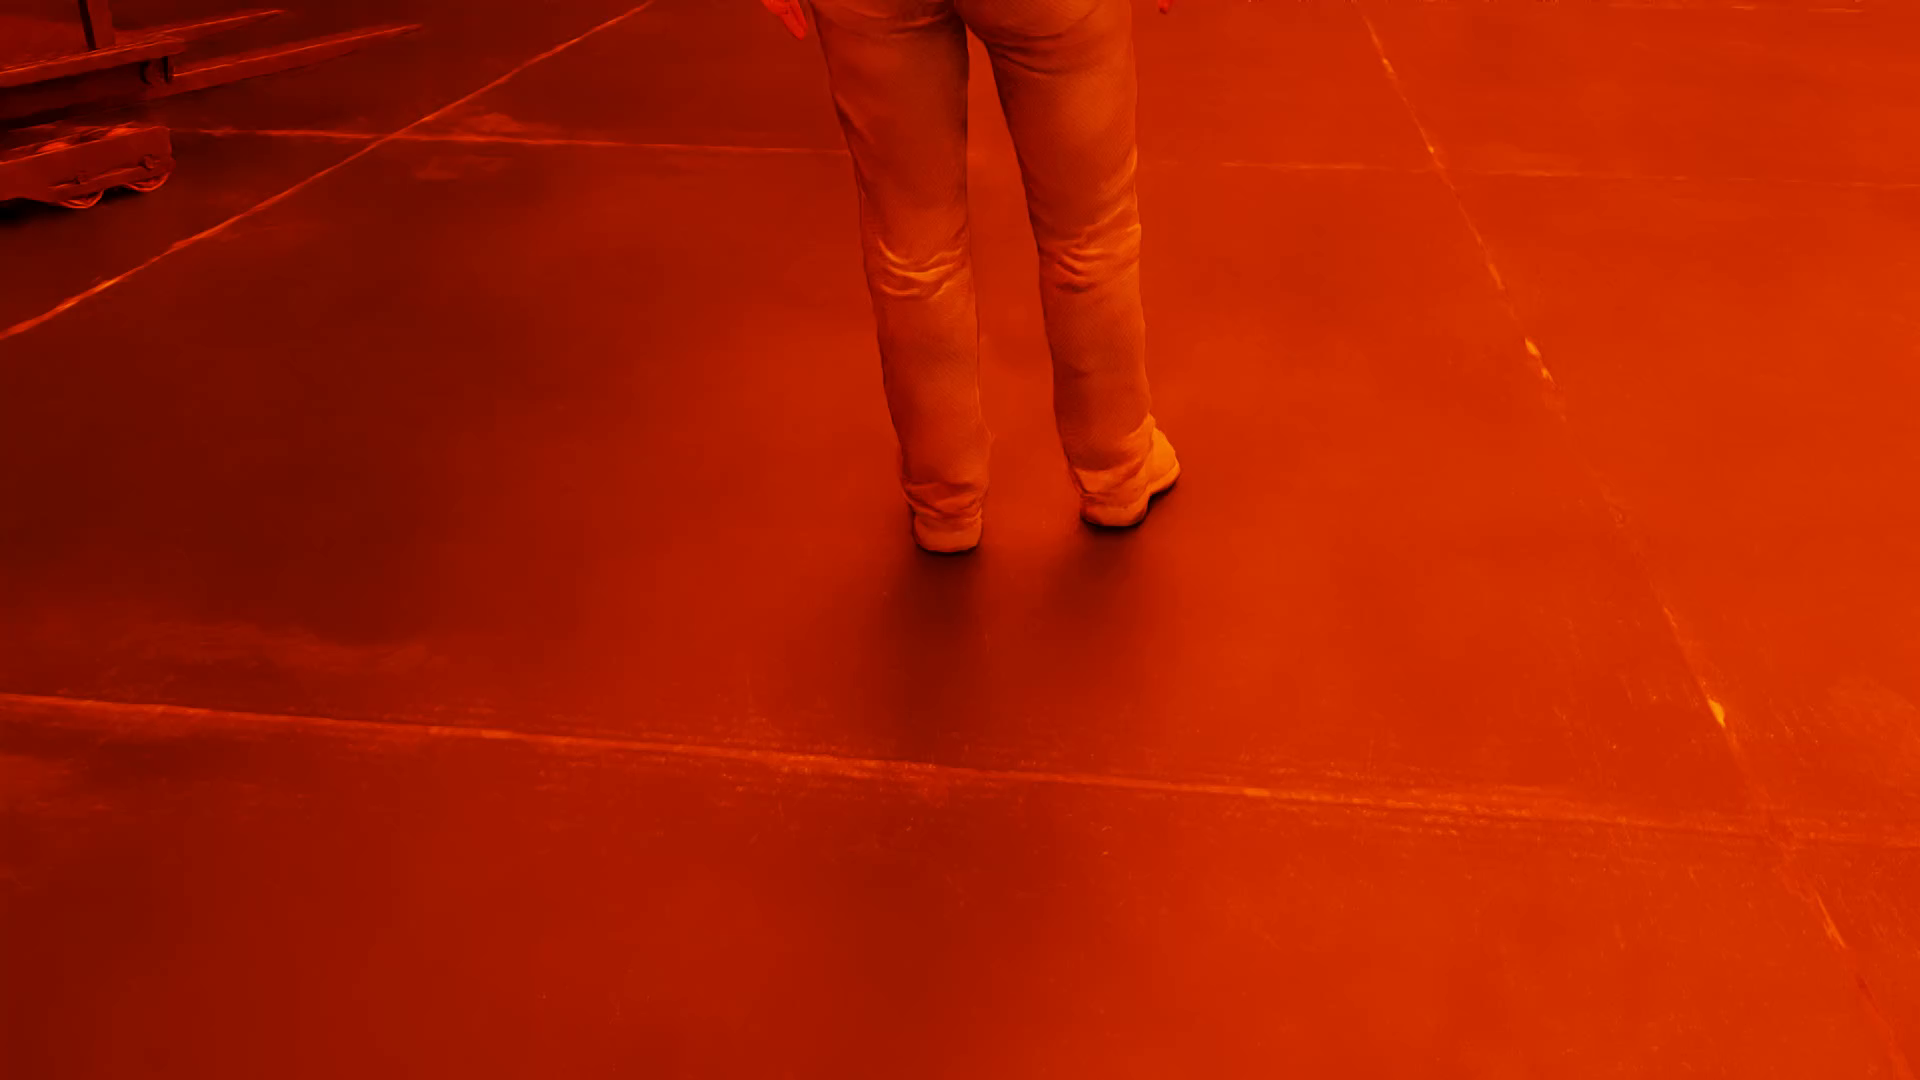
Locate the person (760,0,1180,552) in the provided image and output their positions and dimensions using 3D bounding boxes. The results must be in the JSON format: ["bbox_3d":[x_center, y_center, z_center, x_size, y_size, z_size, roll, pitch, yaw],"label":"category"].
[{"bbox_3d":[0.016,-0.827,2.155,0.632,1.773,0.567,3,27,7],"label":"person"}]

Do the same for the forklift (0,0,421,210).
[{"bbox_3d":[-2.704,-2.217,3.660,1.130,2.935,3.031,13,29,24],"label":"forklift"}]
